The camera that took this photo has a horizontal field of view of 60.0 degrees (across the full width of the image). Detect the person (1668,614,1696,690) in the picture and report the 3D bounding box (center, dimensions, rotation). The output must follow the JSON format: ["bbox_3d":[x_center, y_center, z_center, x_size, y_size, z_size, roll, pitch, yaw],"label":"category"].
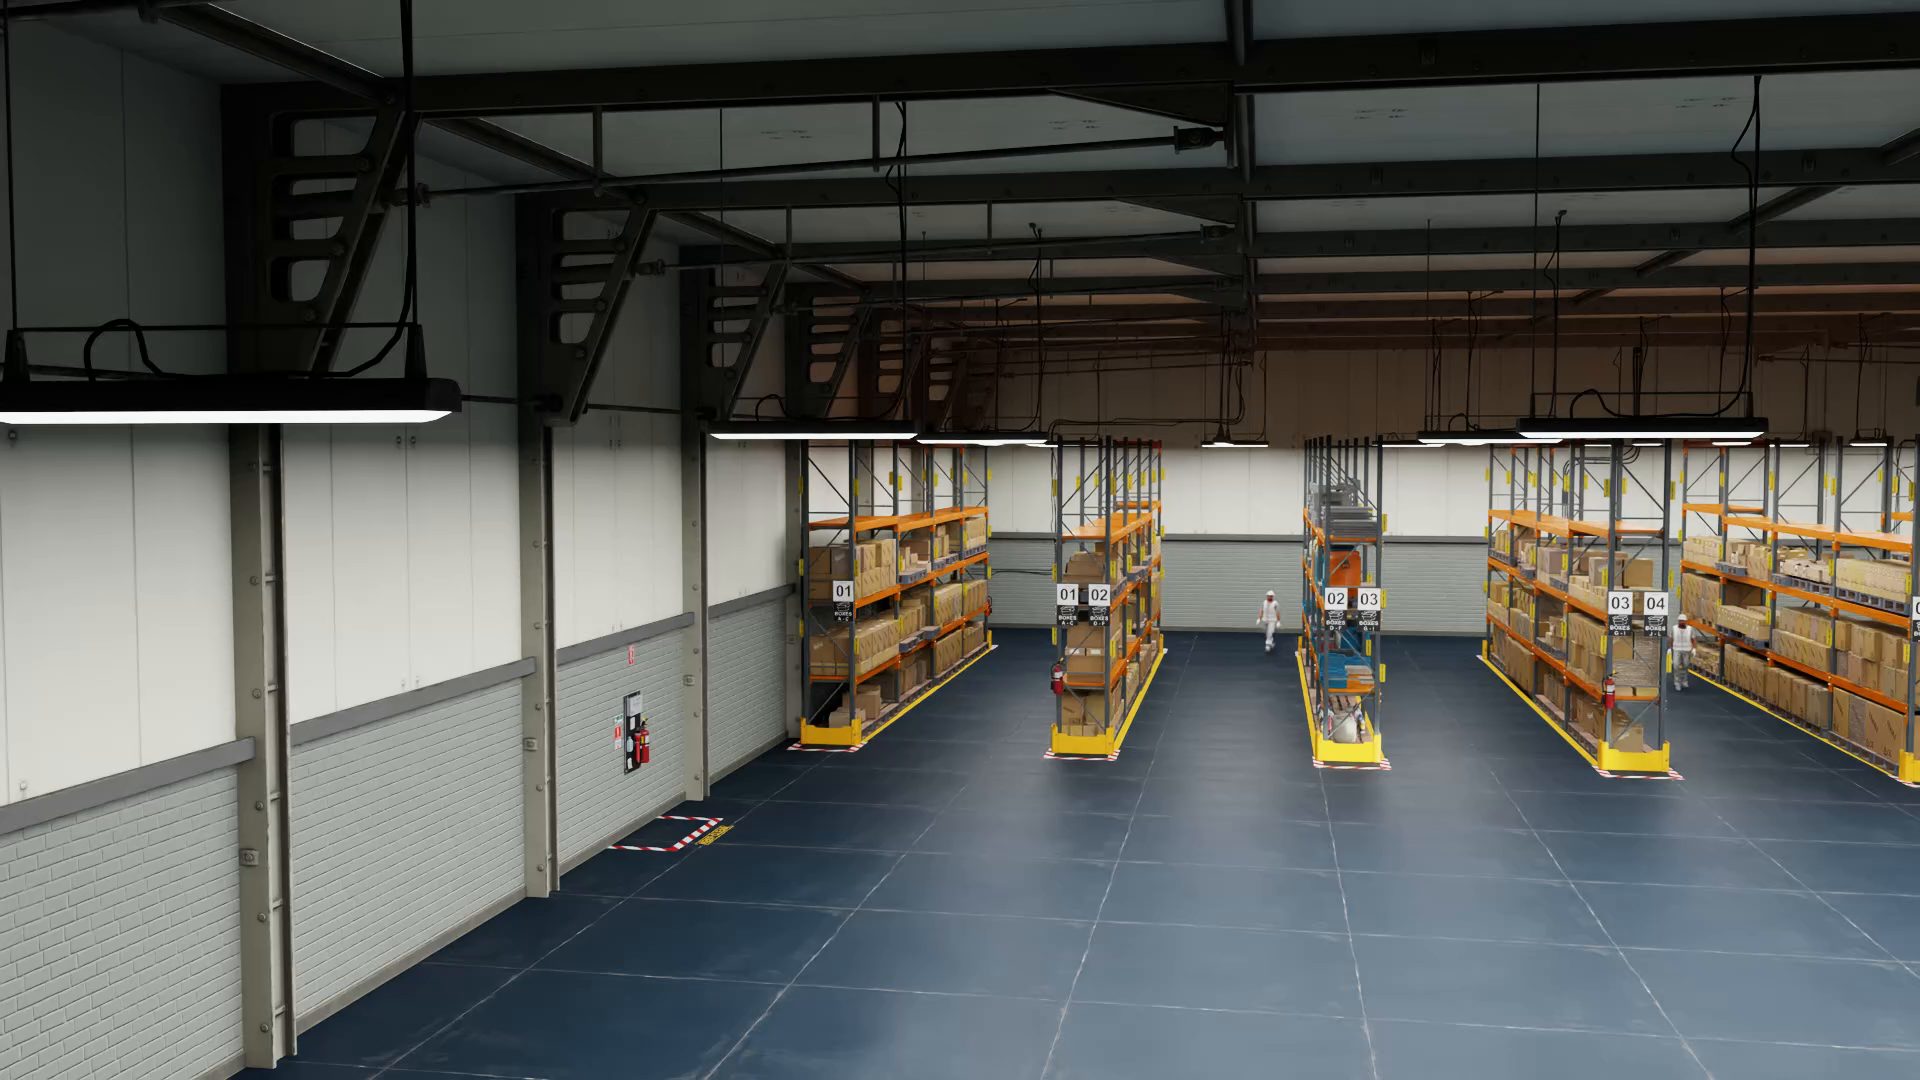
[{"bbox_3d":[17.324,2.688,39.900,0.631,1.821,0.593,1,3,24],"label":"person"}]

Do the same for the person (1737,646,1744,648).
[{"bbox_3d":[21.319,2.452,45.039,0.995,1.608,0.484,2,4,32],"label":"person"}]

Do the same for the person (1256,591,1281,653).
[{"bbox_3d":[8.727,2.306,47.032,0.642,1.745,1.071,2,4,32],"label":"person"}]
